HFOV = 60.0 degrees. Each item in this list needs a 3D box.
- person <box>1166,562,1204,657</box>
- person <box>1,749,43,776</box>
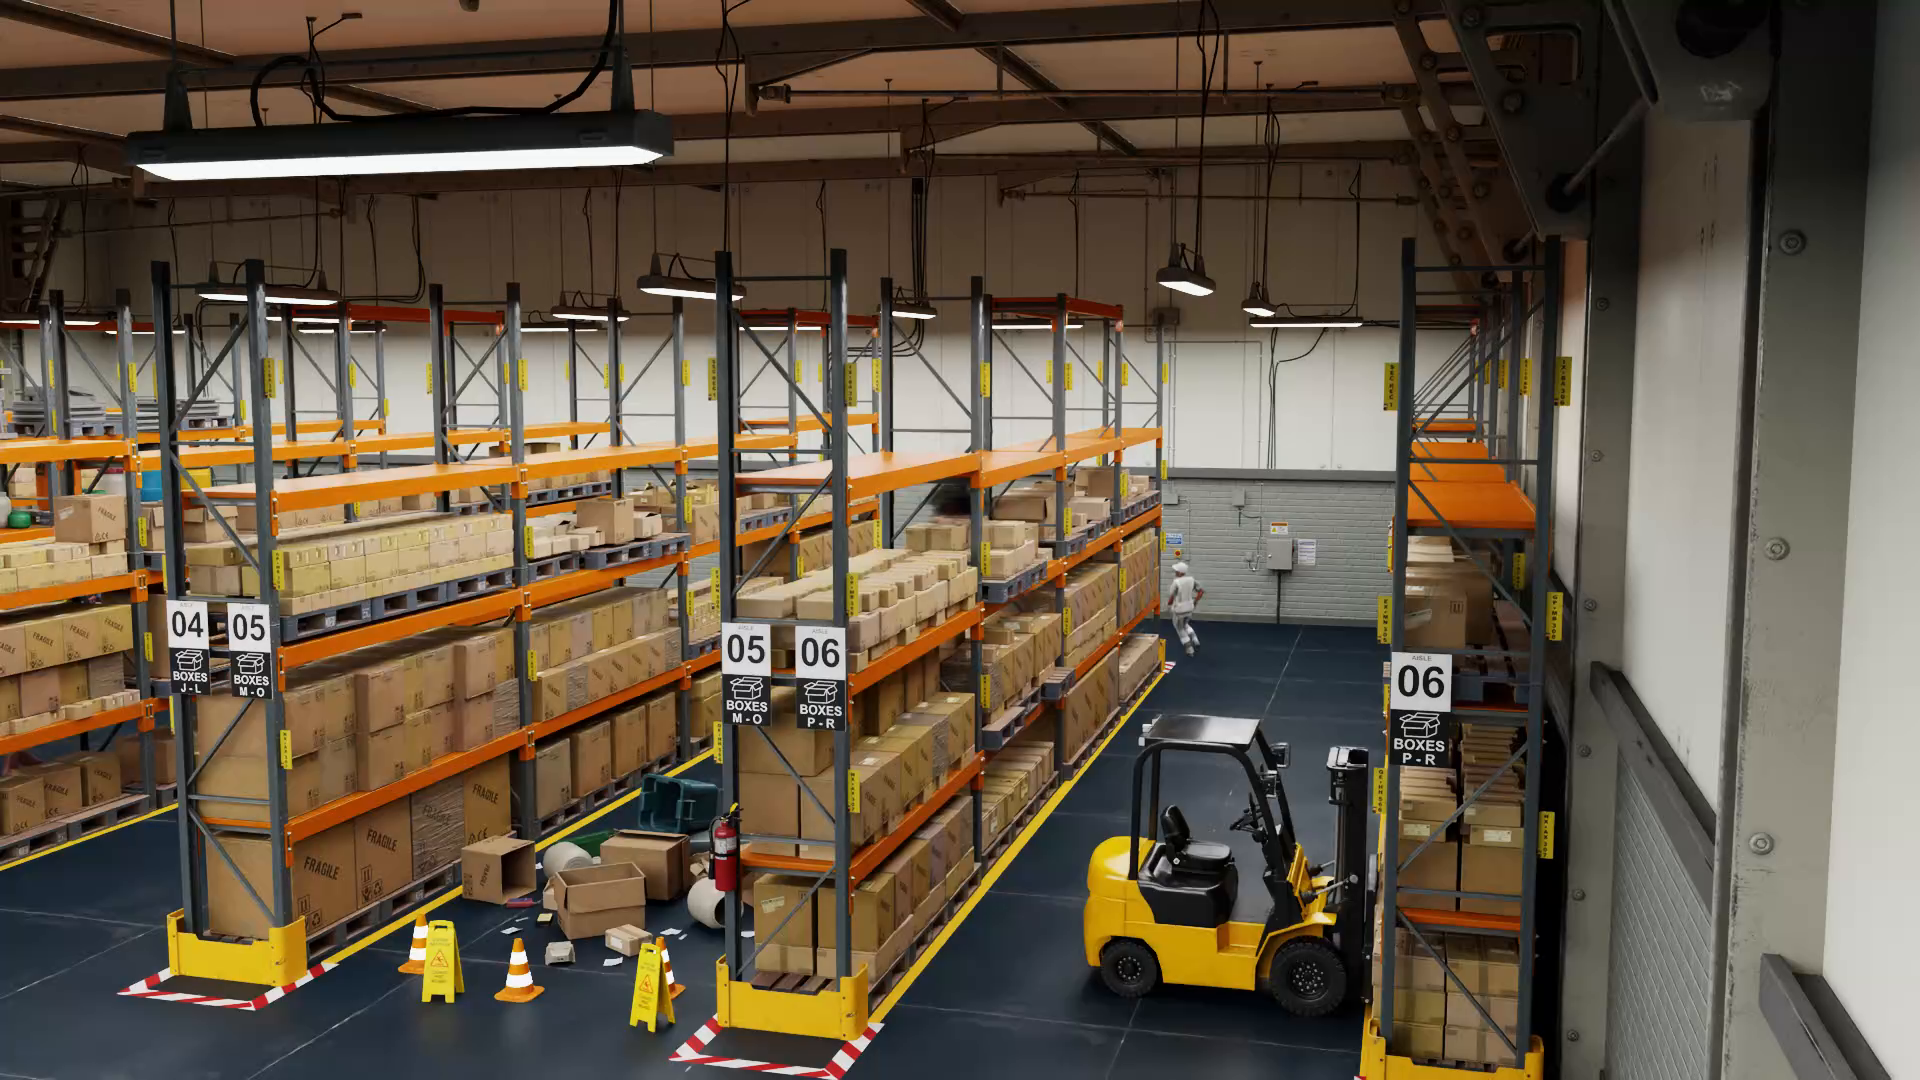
[{"bbox_3d":[3.912,1.214,29.334,0.748,1.691,0.554,-3,7,-24],"label":"person"},{"bbox_3d":[-11.310,2.211,19.879,0.574,1.673,0.951,1,6,11],"label":"person"}]
